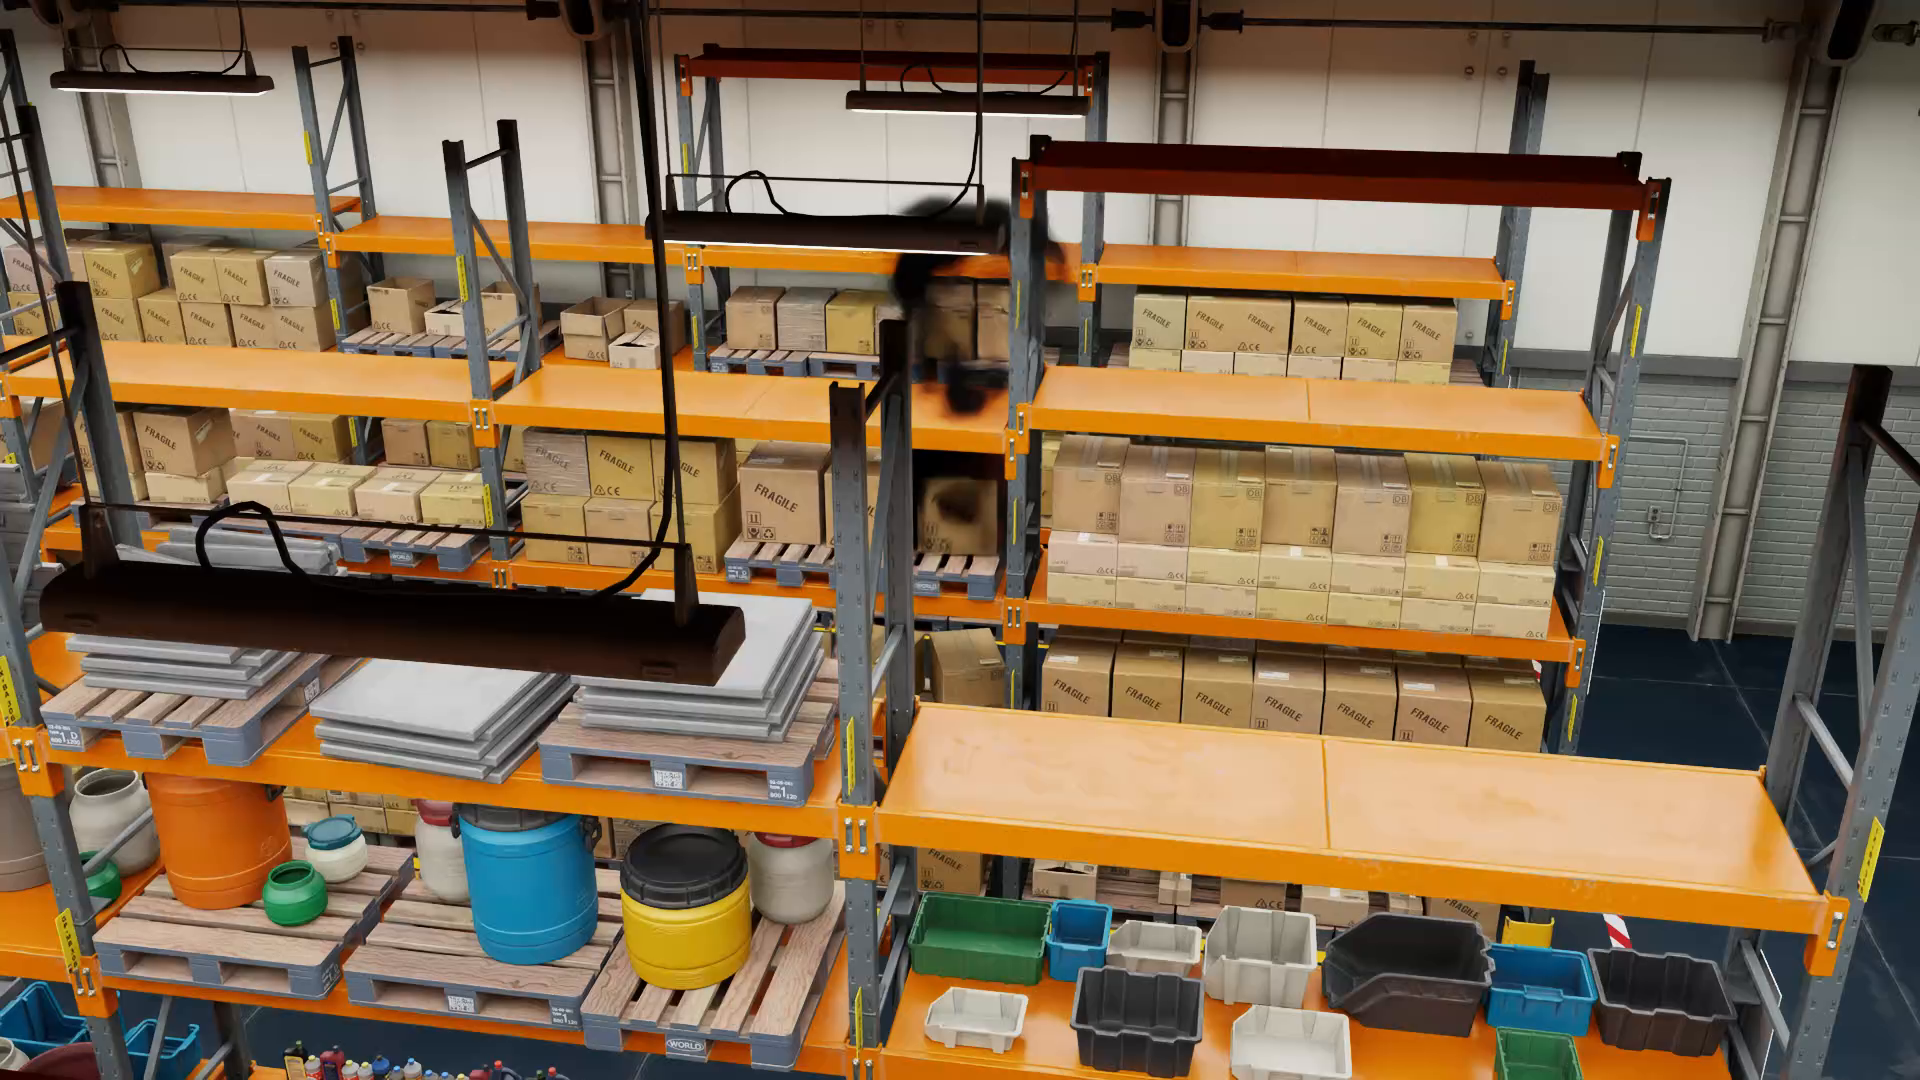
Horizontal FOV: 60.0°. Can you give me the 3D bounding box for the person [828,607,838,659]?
[{"bbox_3d":[-1.000,0.997,15.951,0.711,1.649,0.591,0,23,1],"label":"person"}]
